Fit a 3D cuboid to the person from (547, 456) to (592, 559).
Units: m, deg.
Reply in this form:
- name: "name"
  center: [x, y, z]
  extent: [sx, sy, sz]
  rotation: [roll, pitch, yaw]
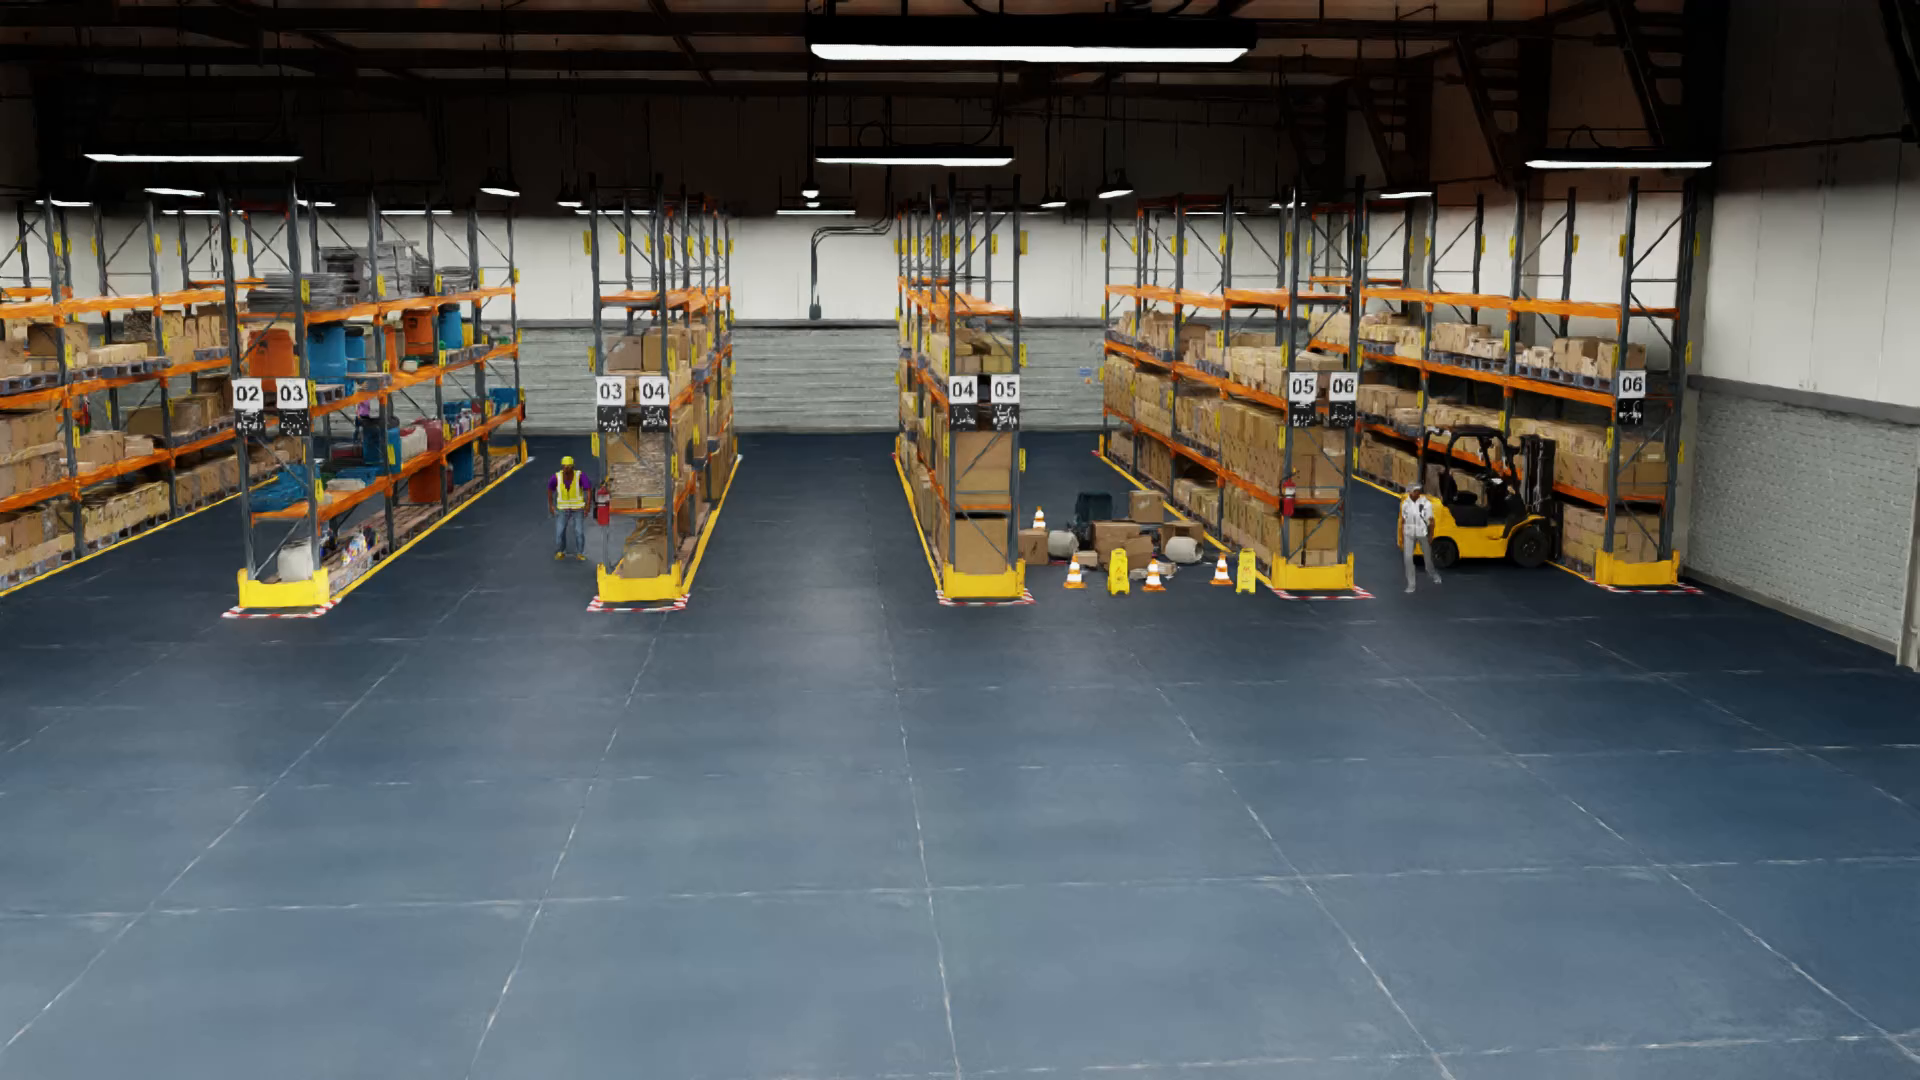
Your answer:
- name: "person"
  center: [-6.273, -0.514, 26.731]
  extent: [0.719, 1.714, 0.578]
  rotation: [-1, 10, -6]

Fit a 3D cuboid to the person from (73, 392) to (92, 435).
- name: "person"
  center: [-21.027, -2.851, 39.655]
  extent: [0.463, 1.780, 0.701]
  rotation: [4, 11, 22]

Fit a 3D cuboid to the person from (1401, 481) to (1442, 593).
- name: "person"
  center: [6.773, -0.086, 24.445]
  extent: [0.560, 1.632, 0.891]
  rotation: [5, 11, 27]

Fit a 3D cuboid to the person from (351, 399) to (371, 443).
- name: "person"
  center: [-15.165, -3.143, 41.941]
  extent: [0.426, 1.594, 0.586]
  rotation: [6, 12, 31]
